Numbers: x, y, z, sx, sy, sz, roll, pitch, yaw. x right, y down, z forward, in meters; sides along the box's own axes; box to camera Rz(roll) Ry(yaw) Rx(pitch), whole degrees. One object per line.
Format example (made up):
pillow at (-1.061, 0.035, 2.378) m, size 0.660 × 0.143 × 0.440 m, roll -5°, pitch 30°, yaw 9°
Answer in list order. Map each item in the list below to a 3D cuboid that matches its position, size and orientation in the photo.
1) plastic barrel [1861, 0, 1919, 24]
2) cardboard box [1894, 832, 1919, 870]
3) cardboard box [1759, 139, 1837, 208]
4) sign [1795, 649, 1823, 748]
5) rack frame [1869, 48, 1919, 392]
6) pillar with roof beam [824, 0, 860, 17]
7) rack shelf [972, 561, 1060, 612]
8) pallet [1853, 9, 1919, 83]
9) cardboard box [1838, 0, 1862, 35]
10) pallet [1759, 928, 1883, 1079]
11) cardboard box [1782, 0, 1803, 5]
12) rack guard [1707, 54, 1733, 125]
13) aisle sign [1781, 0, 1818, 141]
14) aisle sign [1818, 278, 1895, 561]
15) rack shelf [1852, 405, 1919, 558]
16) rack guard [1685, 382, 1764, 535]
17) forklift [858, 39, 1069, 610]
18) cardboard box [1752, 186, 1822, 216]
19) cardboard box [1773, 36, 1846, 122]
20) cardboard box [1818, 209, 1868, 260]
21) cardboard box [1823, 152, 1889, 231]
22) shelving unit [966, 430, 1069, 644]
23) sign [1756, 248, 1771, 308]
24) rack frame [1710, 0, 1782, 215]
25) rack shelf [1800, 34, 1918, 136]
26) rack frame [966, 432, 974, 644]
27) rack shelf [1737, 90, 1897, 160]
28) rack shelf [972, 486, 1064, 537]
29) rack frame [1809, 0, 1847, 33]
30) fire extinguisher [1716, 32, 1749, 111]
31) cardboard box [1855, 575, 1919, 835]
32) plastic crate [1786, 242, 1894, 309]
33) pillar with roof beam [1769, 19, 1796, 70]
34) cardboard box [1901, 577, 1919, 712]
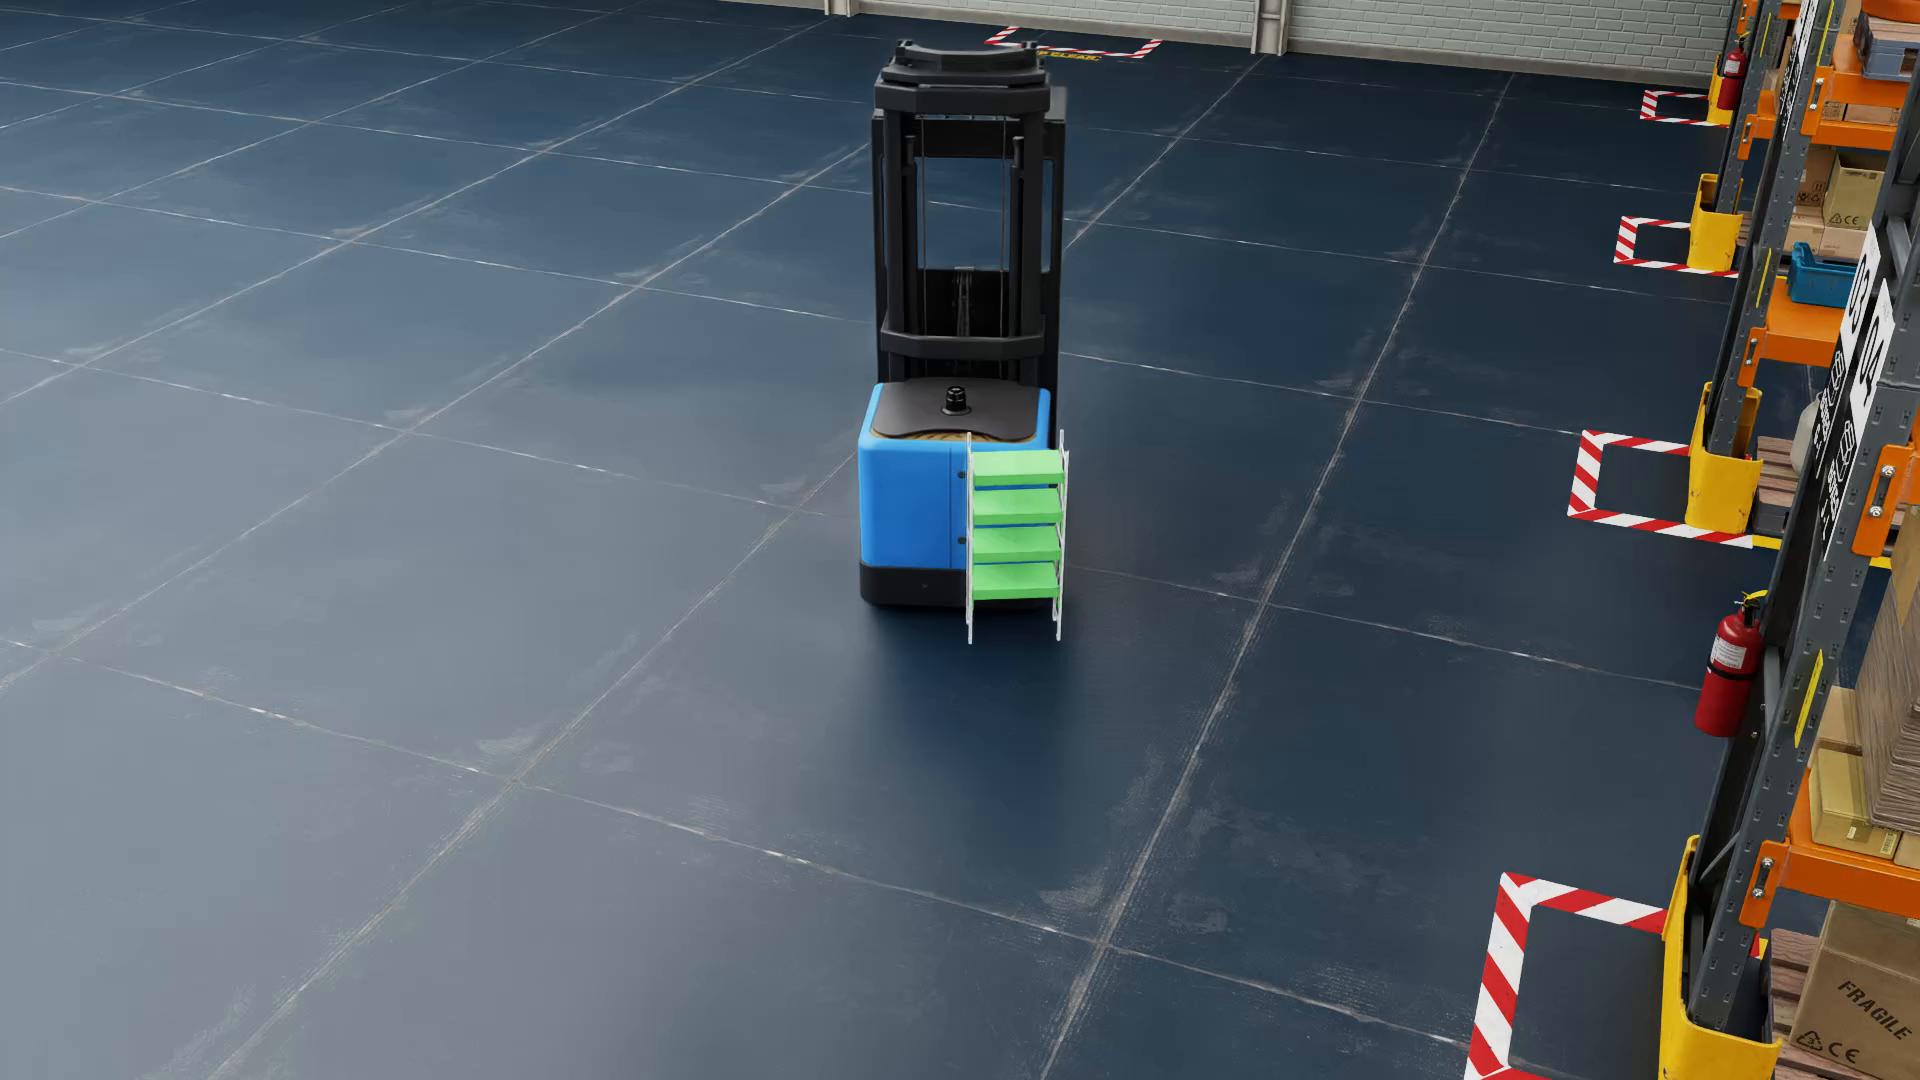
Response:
plastic barrel at (5.285, -3.263, 8.975) m, size 0.708 × 0.830 × 0.600 m, roll 11°, pitch 31°, yaw 19°
cardboard box at (3.323, 0.965, 5.662) m, size 0.250 × 0.149 × 0.380 m, roll 11°, pitch 31°, yaw 19°
cardboard box at (7.261, -3.226, 14.426) m, size 0.500 × 0.500 × 0.500 m, roll 11°, pitch 31°, yaw 19°
sign at (2.721, 0.509, 5.332) m, size 0.005 × 0.325 × 0.100 m, roll 11°, pitch 31°, yaw 19°
rack frame at (2.924, -1.973, 4.507) m, size 0.127 × 3.000 × 1.000 m, roll 11°, pitch 31°, yaw 19°
pillar with roof beam at (-3.253, -9.271, 17.418) m, size 0.400 × 9.000 × 9.100 m, roll 11°, pitch 31°, yaw 19°
rack shelf at (0.294, 0.251, 9.098) m, size 0.480 × 0.148 × 0.258 m, roll -2°, pitch 33°, yaw -3°
pallet at (5.516, -2.646, 8.937) m, size 1.213 × 0.211 × 1.003 m, roll 11°, pitch 31°, yaw 19°
cardboard box at (7.129, -4.384, 13.449) m, size 0.500 × 0.500 × 0.700 m, roll 11°, pitch 31°, yaw 19°
pallet at (3.734, 2.033, 6.350) m, size 1.213 × 0.211 × 1.003 m, roll 11°, pitch 31°, yaw 19°
cardboard box at (8.844, -5.845, 17.586) m, size 0.500 × 0.250 × 0.500 m, roll 10°, pitch 31°, yaw 18°
rack guard at (8.582, -5.035, 18.560) m, size 0.348 × 0.500 × 1.175 m, roll 11°, pitch 31°, yaw 19°
aisle sign at (4.610, -2.631, 9.126) m, size 0.004 × 0.787 × 0.394 m, roll 11°, pitch 31°, yaw 19°
aisle sign at (2.754, -0.368, 5.121) m, size 0.004 × 0.787 × 0.394 m, roll 11°, pitch 31°, yaw 19°
rack shelf at (4.778, 0.016, 4.767) m, size 4.000 × 0.370 × 1.077 m, roll 11°, pitch 31°, yaw 19°
rack guard at (4.875, -0.539, 10.607) m, size 0.348 × 0.500 × 1.175 m, roll 11°, pitch 31°, yaw 19°
forklift at (0.067, -1.581, 9.979) m, size 1.130 × 2.935 × 3.031 m, roll 2°, pitch 30°, yaw 4°
cardboard box at (7.260, -2.899, 14.609) m, size 0.500 × 0.250 × 0.500 m, roll 11°, pitch 31°, yaw 19°
cardboard box at (7.080, -3.829, 13.785) m, size 0.500 × 0.500 × 0.700 m, roll 11°, pitch 31°, yaw 19°
cardboard box at (7.530, -2.572, 14.031) m, size 0.500 × 0.250 × 0.500 m, roll 11°, pitch 31°, yaw 19°
cardboard box at (7.530, -2.897, 13.845) m, size 0.500 × 0.500 × 0.500 m, roll 11°, pitch 31°, yaw 19°
shelving unit at (0.296, -0.003, 8.931) m, size 0.503 × 1.200 × 0.258 m, roll -2°, pitch 33°, yaw -3°
sign at (4.576, -1.490, 9.468) m, size 0.005 × 0.325 × 0.100 m, roll 11°, pitch 31°, yaw 19°
rack frame at (6.652, -3.877, 13.973) m, size 0.127 × 3.000 × 1.000 m, roll 11°, pitch 31°, yaw 19°
rack shelf at (6.640, -2.242, 8.763) m, size 4.000 × 0.370 × 1.077 m, roll 11°, pitch 31°, yaw 19°
rack frame at (0.052, 0.005, 8.917) m, size 0.015 × 1.200 × 0.240 m, roll -2°, pitch 33°, yaw -3°
rack shelf at (8.506, -3.194, 13.495) m, size 4.000 × 0.370 × 1.077 m, roll 11°, pitch 31°, yaw 19°
rack shelf at (0.296, -0.150, 8.834) m, size 0.480 × 0.148 × 0.258 m, roll -2°, pitch 33°, yaw -3°
rack frame at (4.787, -4.231, 8.502) m, size 0.127 × 3.000 × 1.000 m, roll 11°, pitch 31°, yaw 19°
fire extinguisher at (6.718, -4.077, 14.405) m, size 0.183 × 0.674 × 0.296 m, roll 11°, pitch 31°, yaw 19°
cardboard box at (3.424, 0.580, 5.683) m, size 0.500 × 0.500 × 0.875 m, roll 11°, pitch 31°, yaw 19°
plastic crate at (5.363, -1.599, 10.093) m, size 0.616 × 0.251 × 0.499 m, roll 11°, pitch 31°, yaw 19°
pillar with roof beam at (7.867, -7.050, 13.490) m, size 0.400 × 9.000 × 9.100 m, roll 11°, pitch 31°, yaw 19°
cardboard box at (3.332, 0.256, 5.239) m, size 0.500 × 0.500 × 0.500 m, roll 11°, pitch 31°, yaw 19°
